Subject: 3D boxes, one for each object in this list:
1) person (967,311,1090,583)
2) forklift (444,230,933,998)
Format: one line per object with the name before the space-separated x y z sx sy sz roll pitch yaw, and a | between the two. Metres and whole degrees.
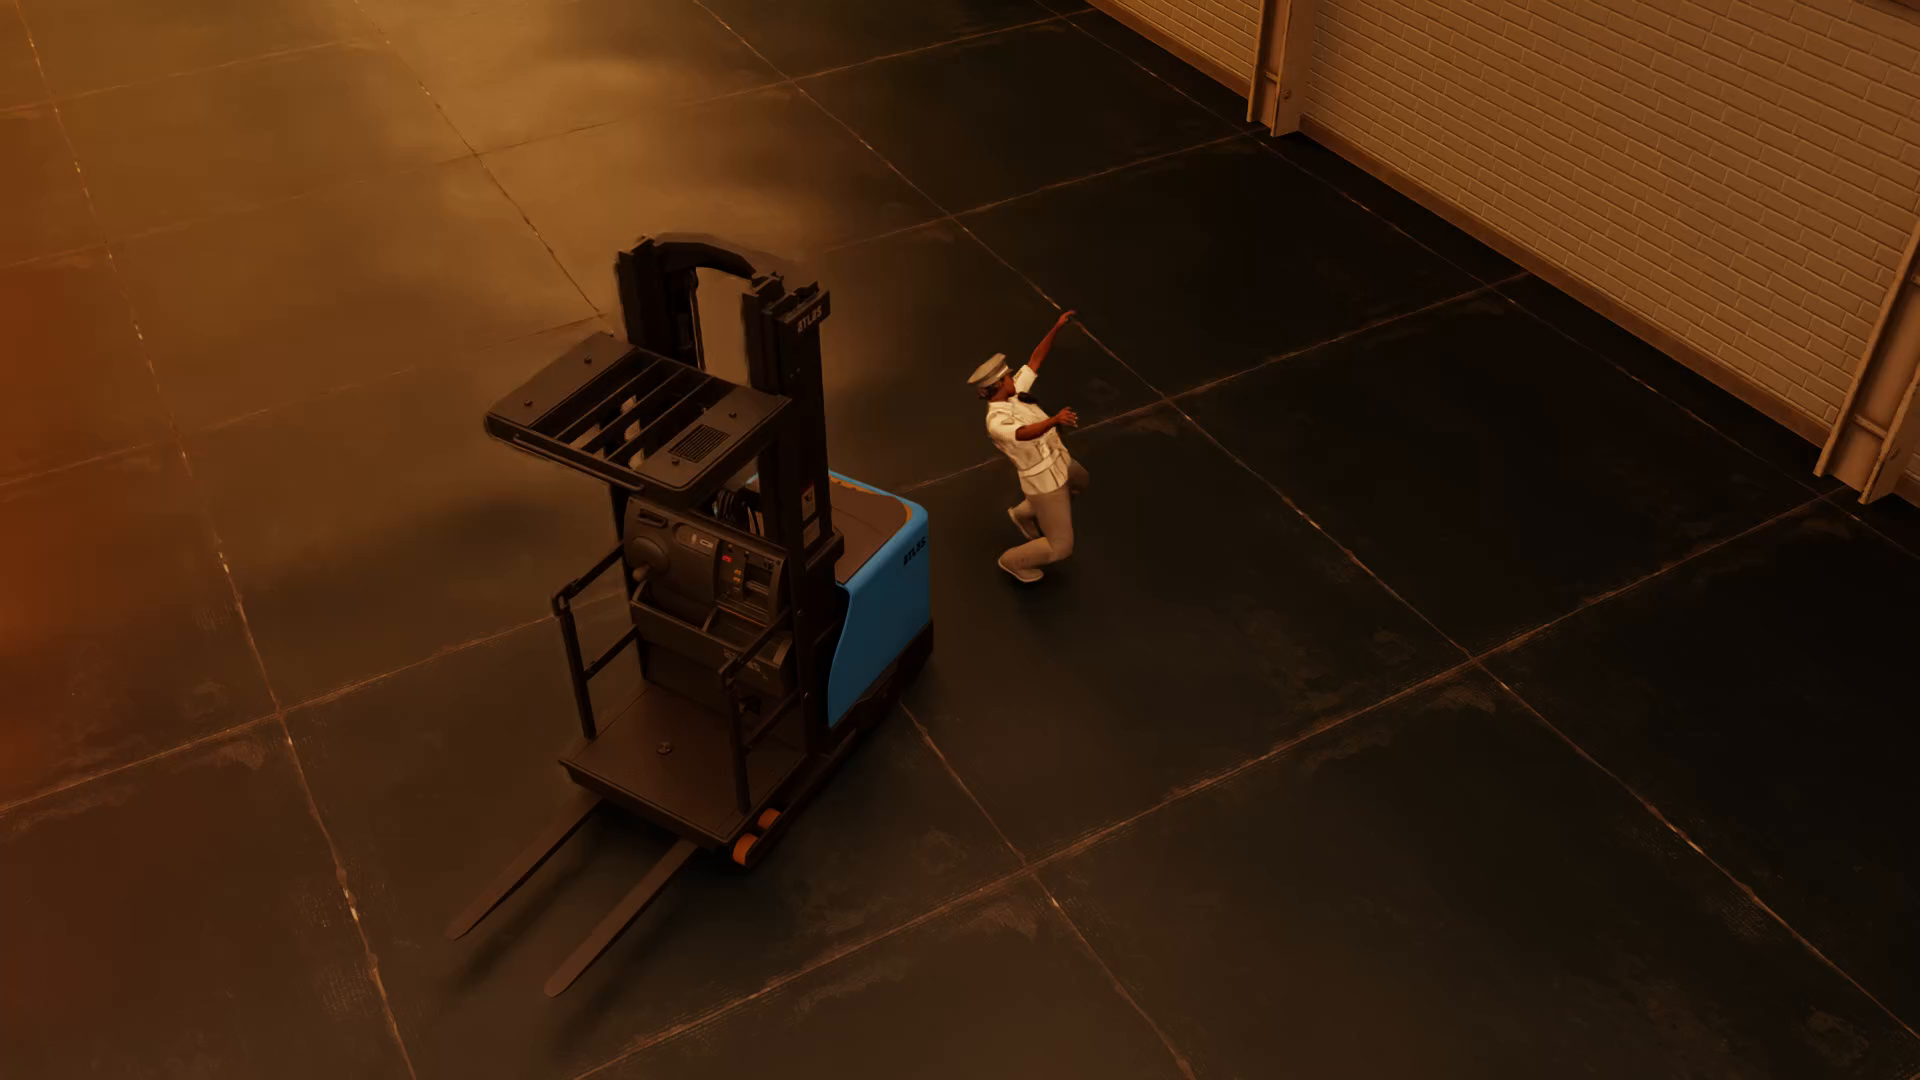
person | 0.382 -0.447 9.628 0.727 1.584 0.910 5 40 6
forklift | -1.343 0.171 7.830 1.130 2.935 3.031 21 44 23
